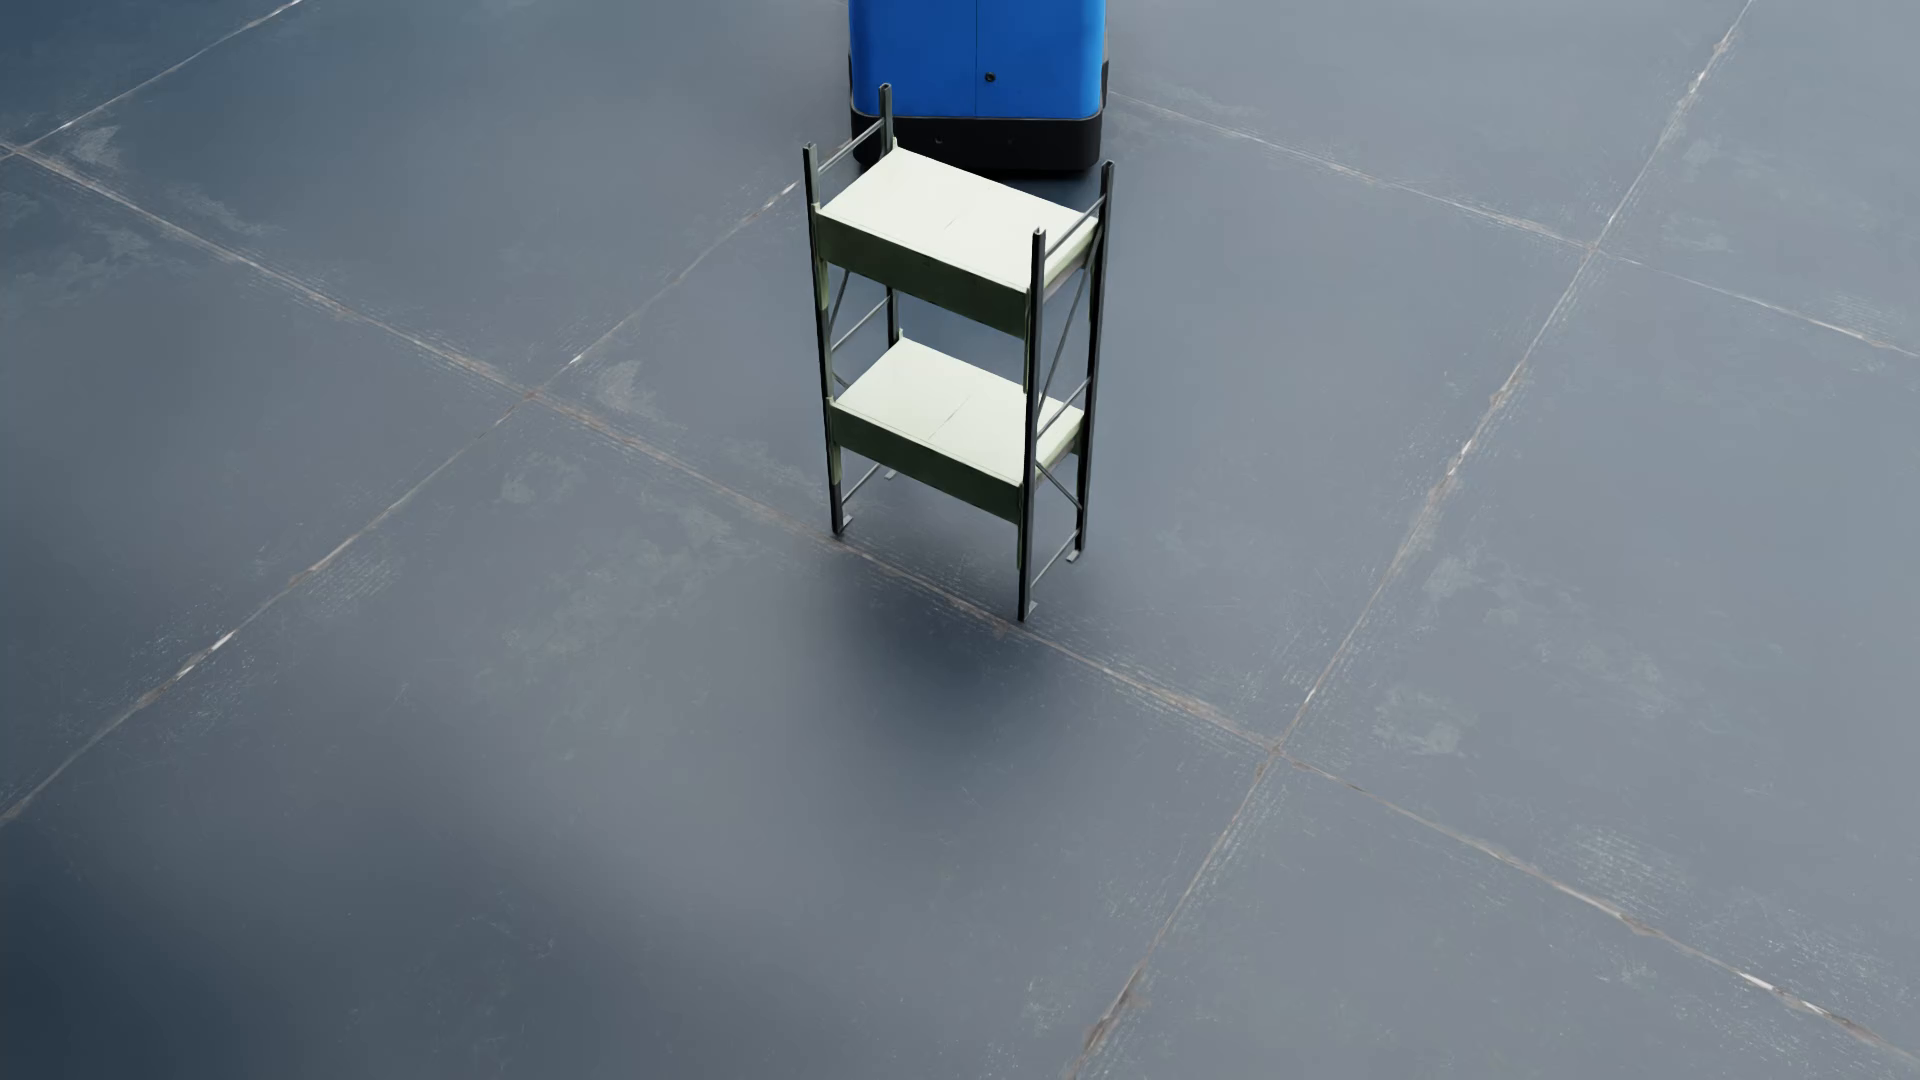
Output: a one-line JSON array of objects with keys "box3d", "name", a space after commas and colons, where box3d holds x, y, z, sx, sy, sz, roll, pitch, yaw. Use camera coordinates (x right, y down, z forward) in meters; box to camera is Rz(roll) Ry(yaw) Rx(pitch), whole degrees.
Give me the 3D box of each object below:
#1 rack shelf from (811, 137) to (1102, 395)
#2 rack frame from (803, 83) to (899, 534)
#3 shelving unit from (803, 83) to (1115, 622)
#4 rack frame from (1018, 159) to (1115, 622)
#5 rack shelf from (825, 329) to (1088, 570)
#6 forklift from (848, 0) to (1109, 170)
[{"box3d": [-0.006, -0.797, 4.778, 0.720, 0.370, 0.431, 25, 51, 22], "name": "rack shelf"}, {"box3d": [-0.314, -0.667, 5.196, 0.023, 1.500, 0.400, 25, 51, 22], "name": "rack frame"}, {"box3d": [-0.006, -0.525, 5.058, 0.755, 1.500, 0.431, 25, 51, 22], "name": "shelving unit"}, {"box3d": [0.302, -0.384, 4.920, 0.023, 1.500, 0.400, 25, 51, 22], "name": "rack frame"}, {"box3d": [-0.006, -0.298, 5.292, 0.720, 0.370, 0.431, 25, 51, 22], "name": "rack shelf"}, {"box3d": [0.111, -3.624, 7.071, 1.130, 2.935, 3.031, 1, 46, 1], "name": "forklift"}]
